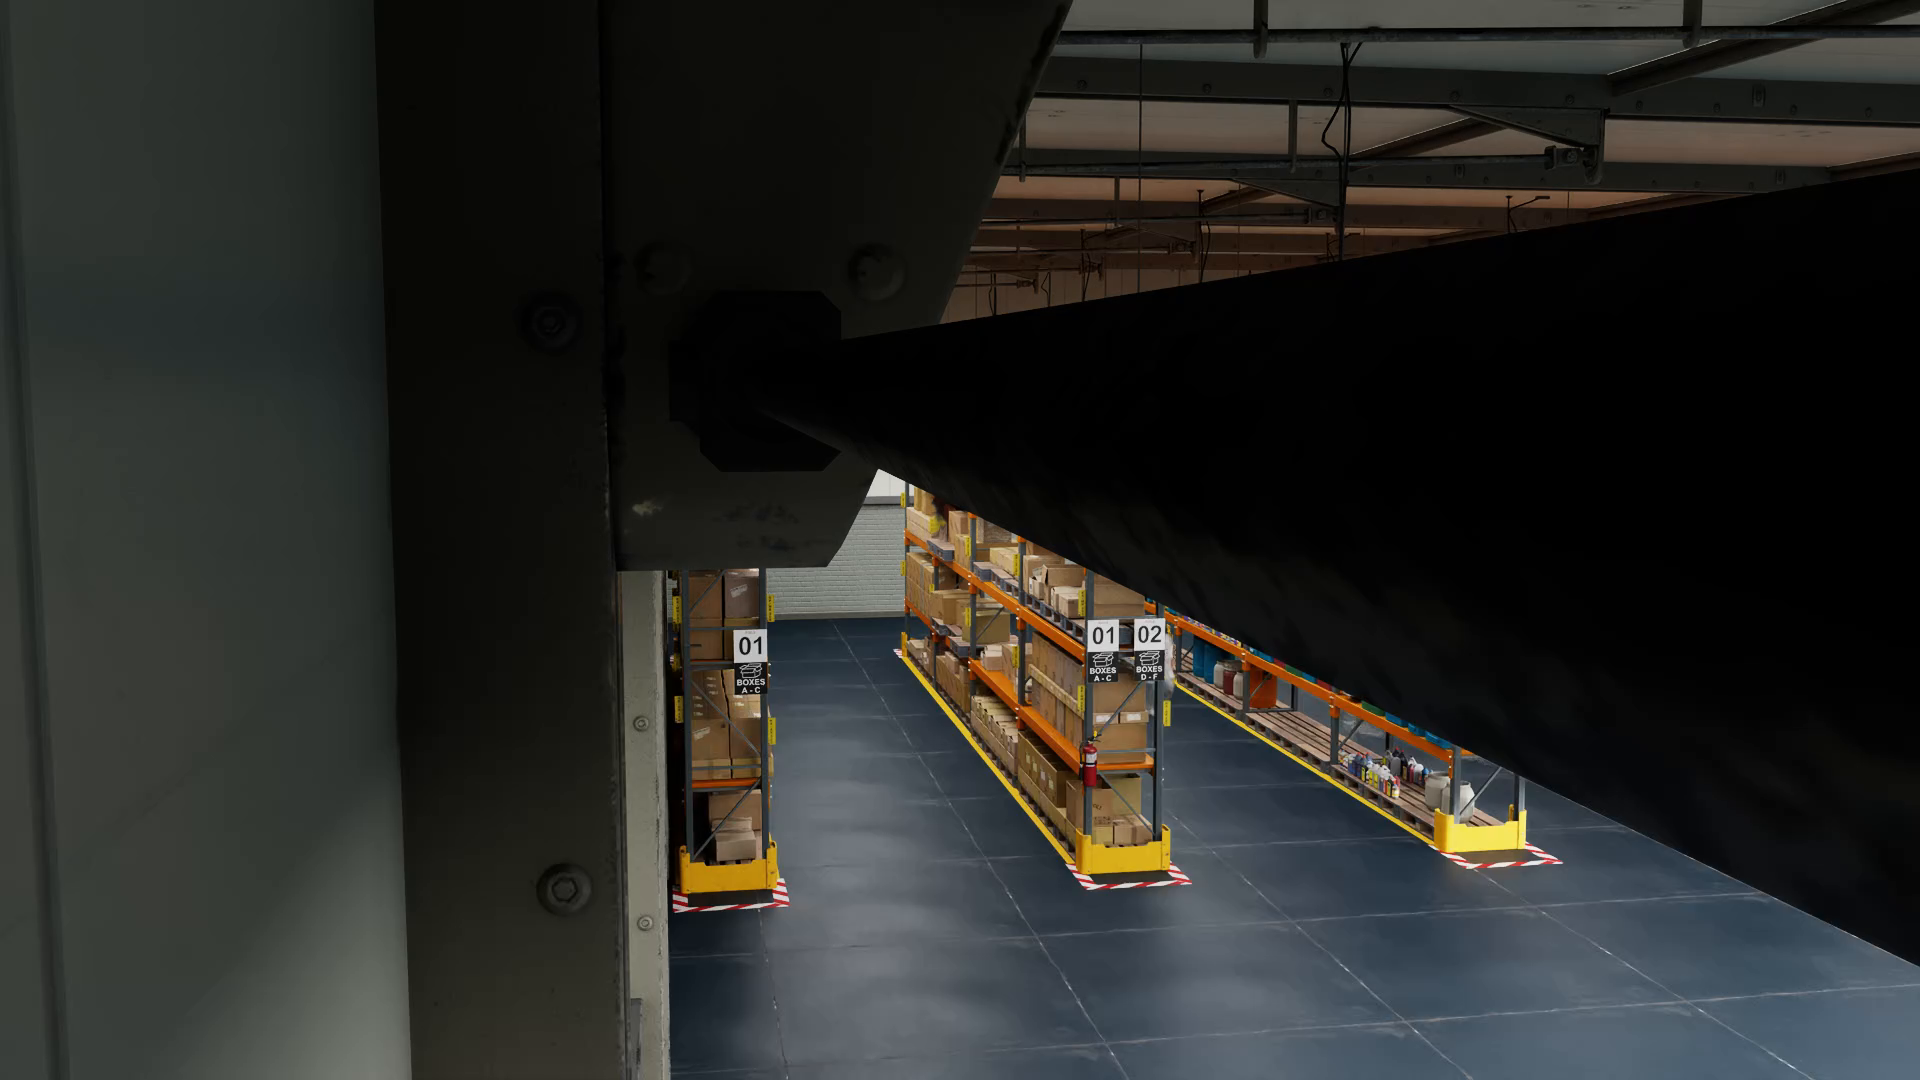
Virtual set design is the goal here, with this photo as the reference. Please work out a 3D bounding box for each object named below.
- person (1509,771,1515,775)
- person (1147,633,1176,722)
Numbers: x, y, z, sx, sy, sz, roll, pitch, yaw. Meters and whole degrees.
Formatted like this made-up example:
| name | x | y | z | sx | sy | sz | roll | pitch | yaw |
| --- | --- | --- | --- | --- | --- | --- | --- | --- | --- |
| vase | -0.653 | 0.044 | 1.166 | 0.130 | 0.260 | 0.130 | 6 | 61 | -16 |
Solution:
| name | x | y | z | sx | sy | sz | roll | pitch | yaw |
| --- | --- | --- | --- | --- | --- | --- | --- | --- | --- |
| person | 8.594 | 2.881 | 25.939 | 0.536 | 1.563 | 0.576 | -4 | 7 | -31 |
| person | 3.601 | 2.351 | 29.912 | 0.685 | 1.826 | 0.777 | -2 | 6 | -17 |
